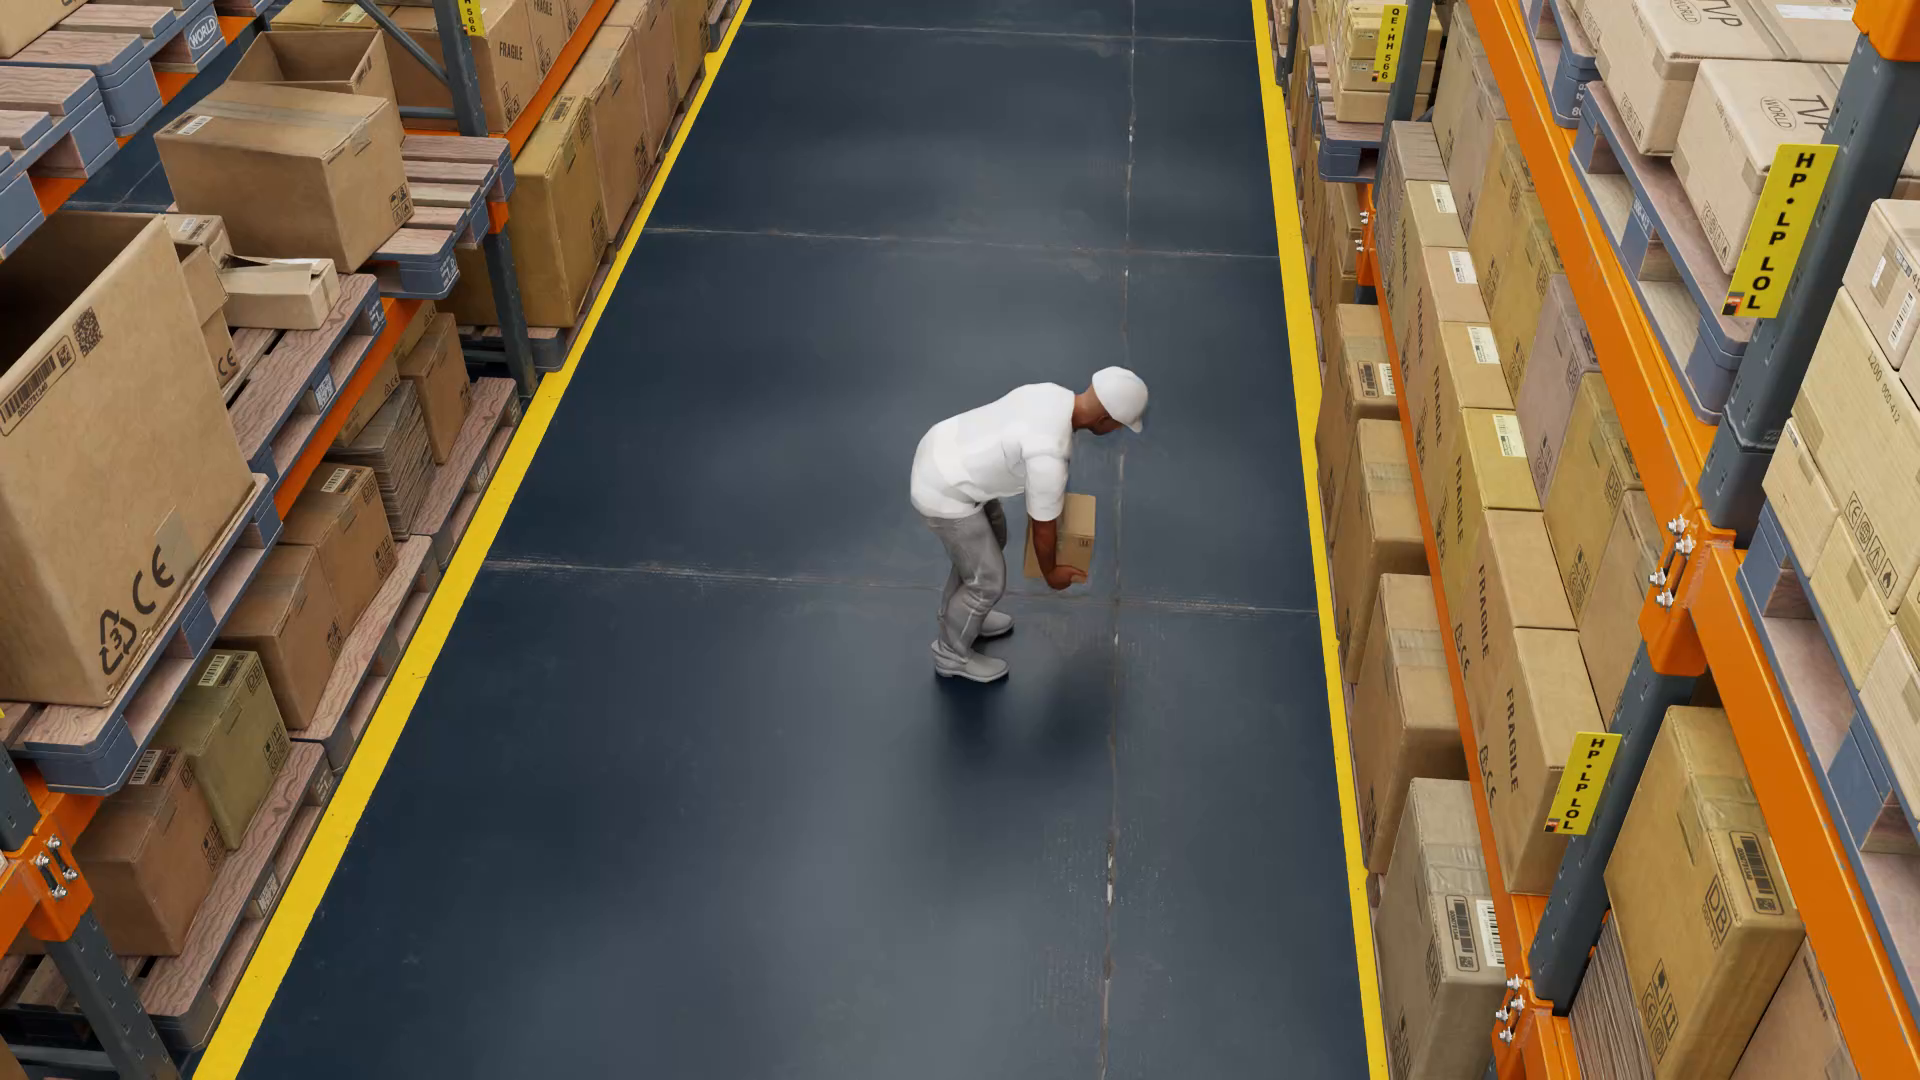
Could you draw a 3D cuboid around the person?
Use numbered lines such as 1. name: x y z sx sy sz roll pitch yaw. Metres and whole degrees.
1. person: 0.252 -0.087 6.509 0.886 1.420 0.475 2 40 3
